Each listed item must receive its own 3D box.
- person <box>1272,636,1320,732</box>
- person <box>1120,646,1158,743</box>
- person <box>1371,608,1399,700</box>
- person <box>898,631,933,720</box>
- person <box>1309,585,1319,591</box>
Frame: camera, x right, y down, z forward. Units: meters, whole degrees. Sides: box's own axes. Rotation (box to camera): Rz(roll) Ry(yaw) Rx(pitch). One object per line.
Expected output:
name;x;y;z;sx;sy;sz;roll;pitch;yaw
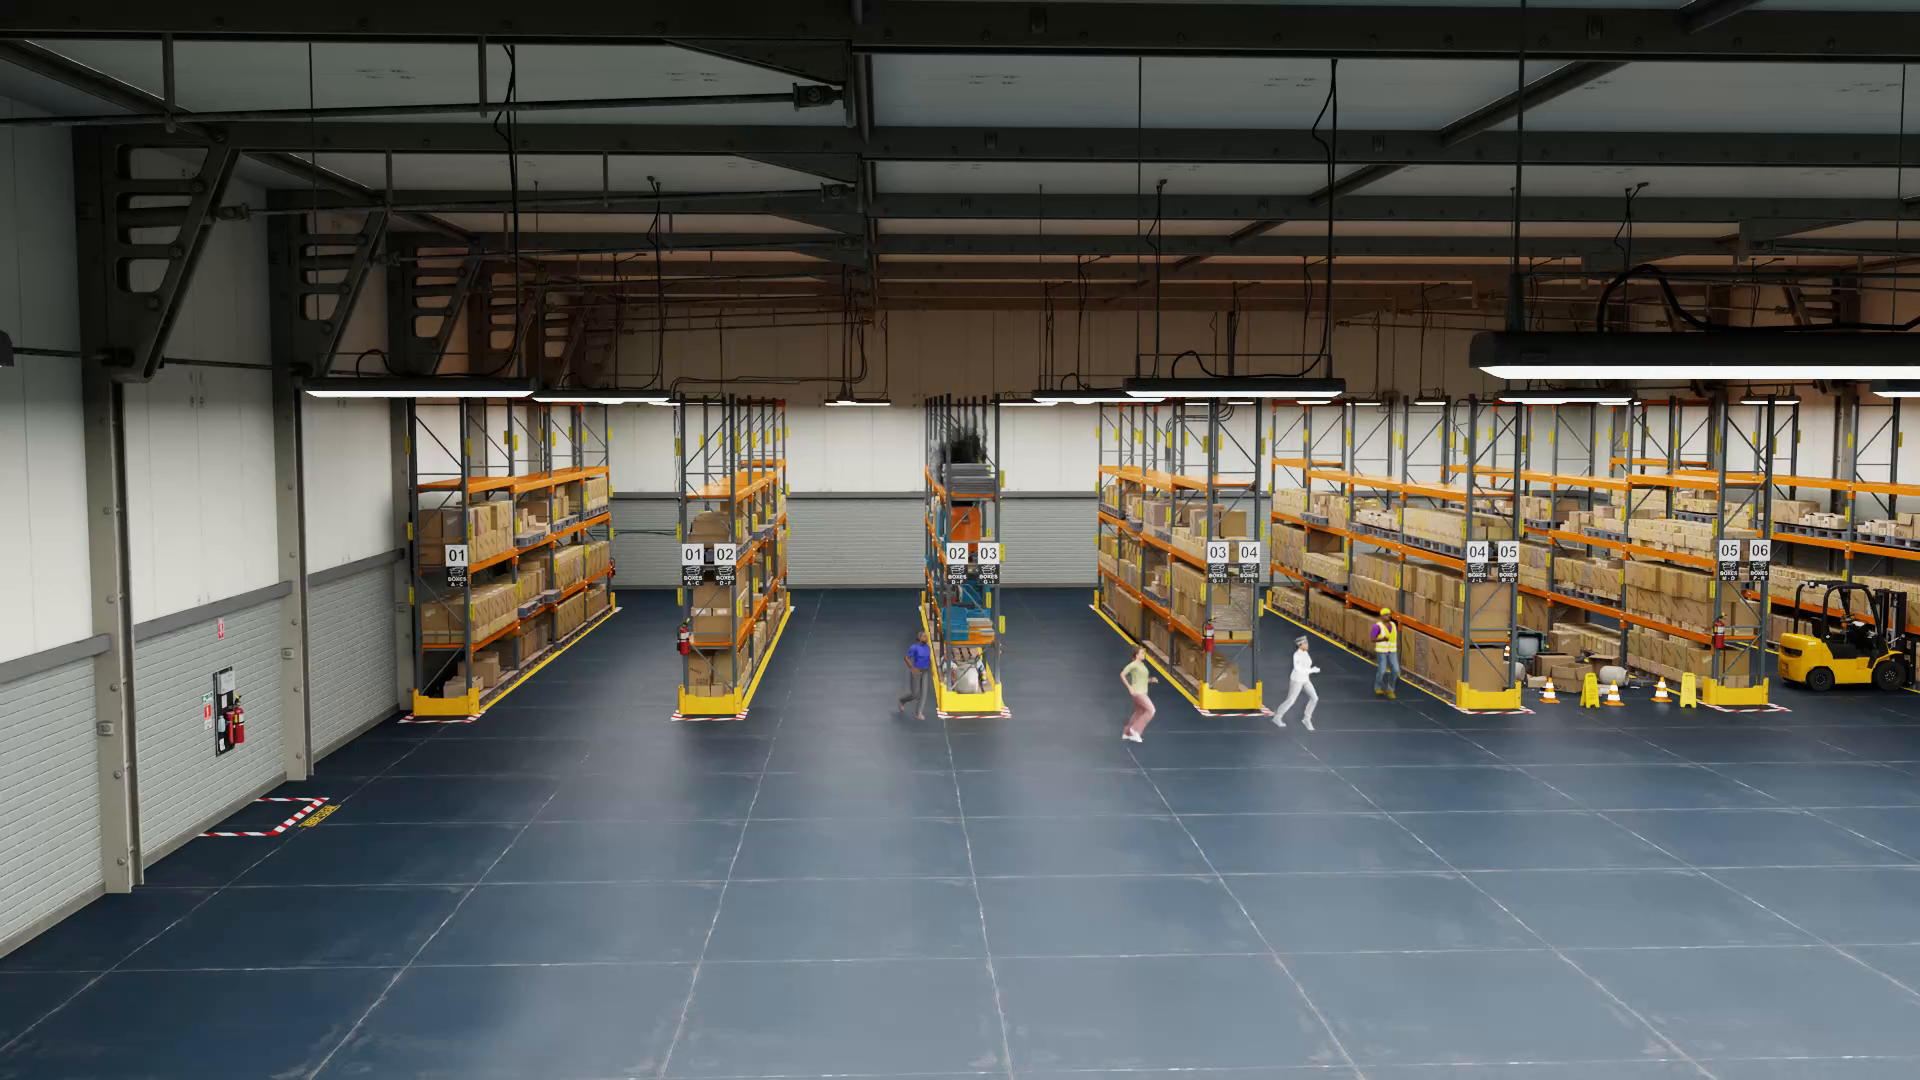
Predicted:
person;6.029;2.544;29.602;0.865;1.729;0.623;3;6;37
person;3.080;2.642;28.444;0.638;1.630;0.550;2;5;23
person;8.430;2.251;32.858;0.672;1.820;0.708;-1;5;-11
person;-0.730;2.488;30.854;0.633;1.599;0.763;-4;6;-38
person;10.400;1.056;49.067;0.715;1.587;0.523;-3;6;-38
